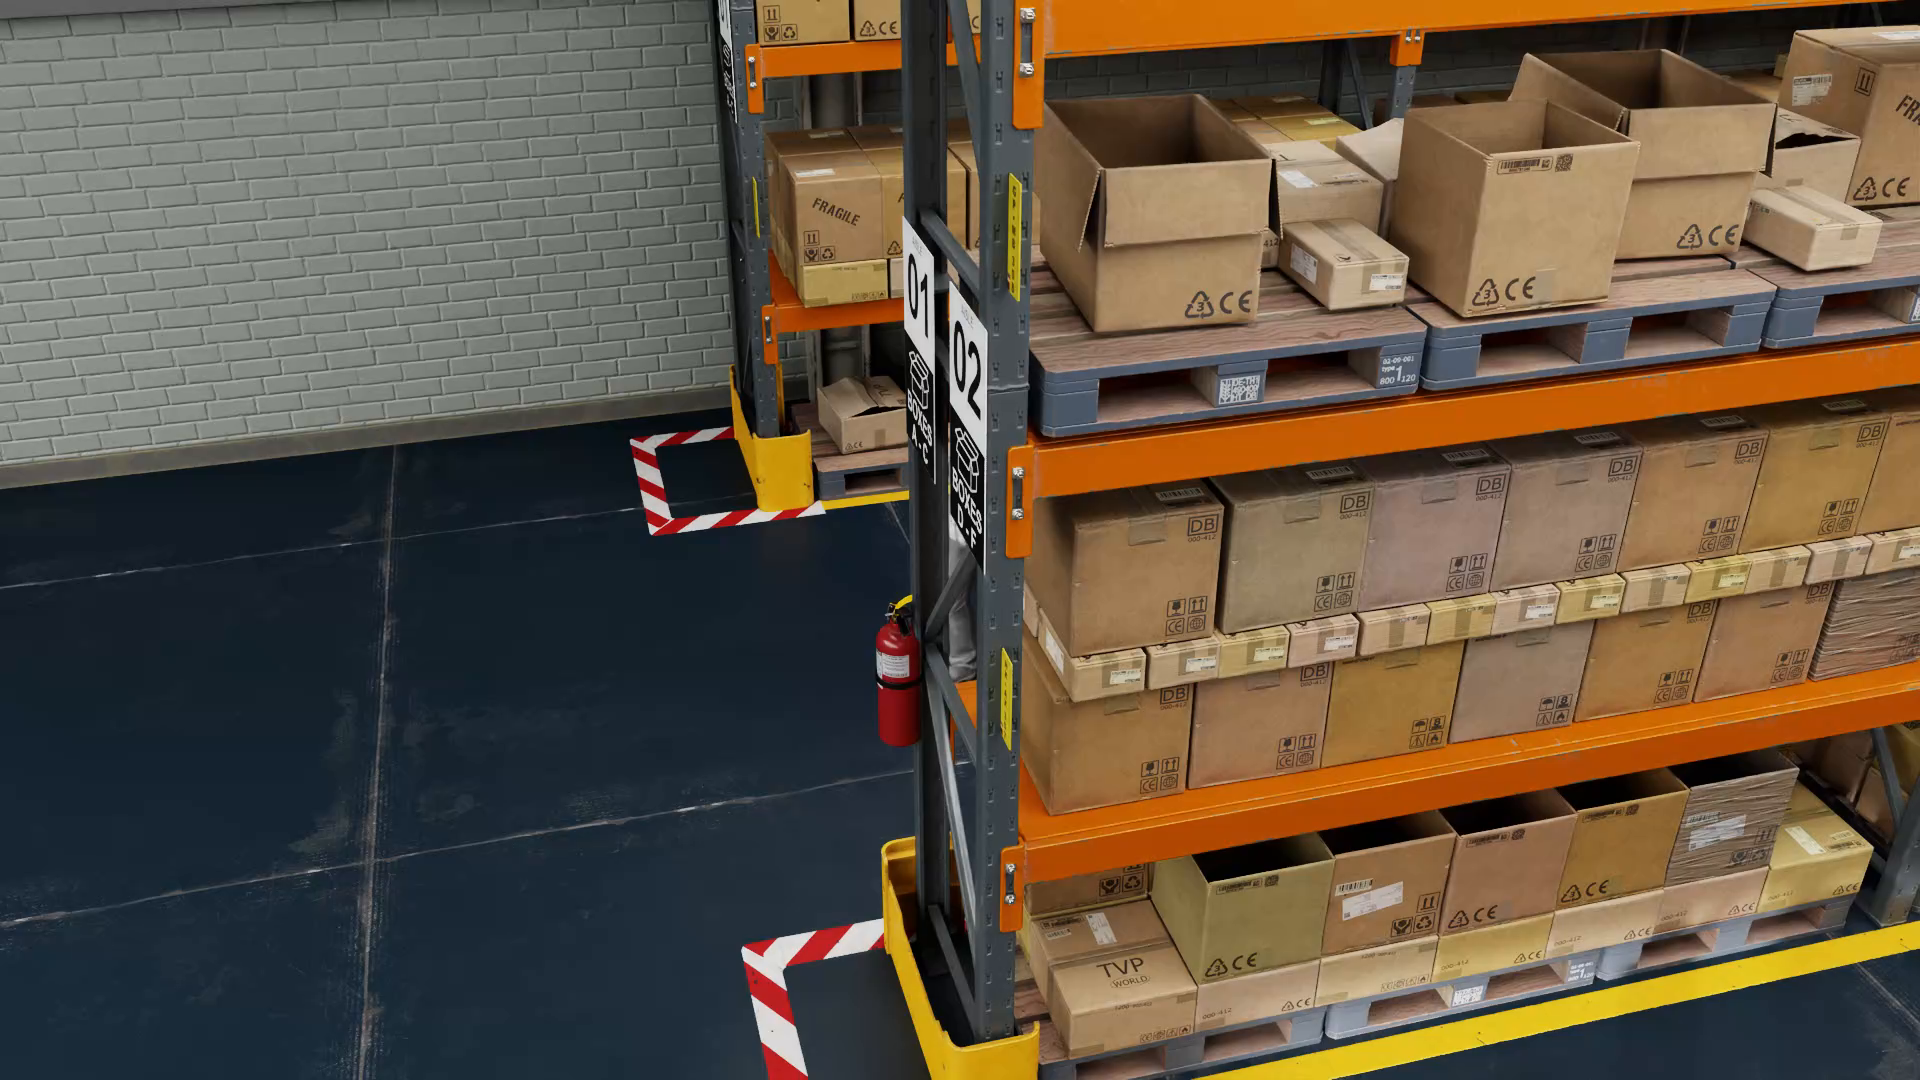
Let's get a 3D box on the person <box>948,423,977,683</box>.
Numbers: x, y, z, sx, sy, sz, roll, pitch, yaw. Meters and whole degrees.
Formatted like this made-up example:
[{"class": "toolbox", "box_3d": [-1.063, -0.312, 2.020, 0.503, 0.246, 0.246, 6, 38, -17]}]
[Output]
[{"class": "person", "box_3d": [0.154, -0.074, 8.313, 0.549, 1.755, 0.743, 25, 38, 36]}]
